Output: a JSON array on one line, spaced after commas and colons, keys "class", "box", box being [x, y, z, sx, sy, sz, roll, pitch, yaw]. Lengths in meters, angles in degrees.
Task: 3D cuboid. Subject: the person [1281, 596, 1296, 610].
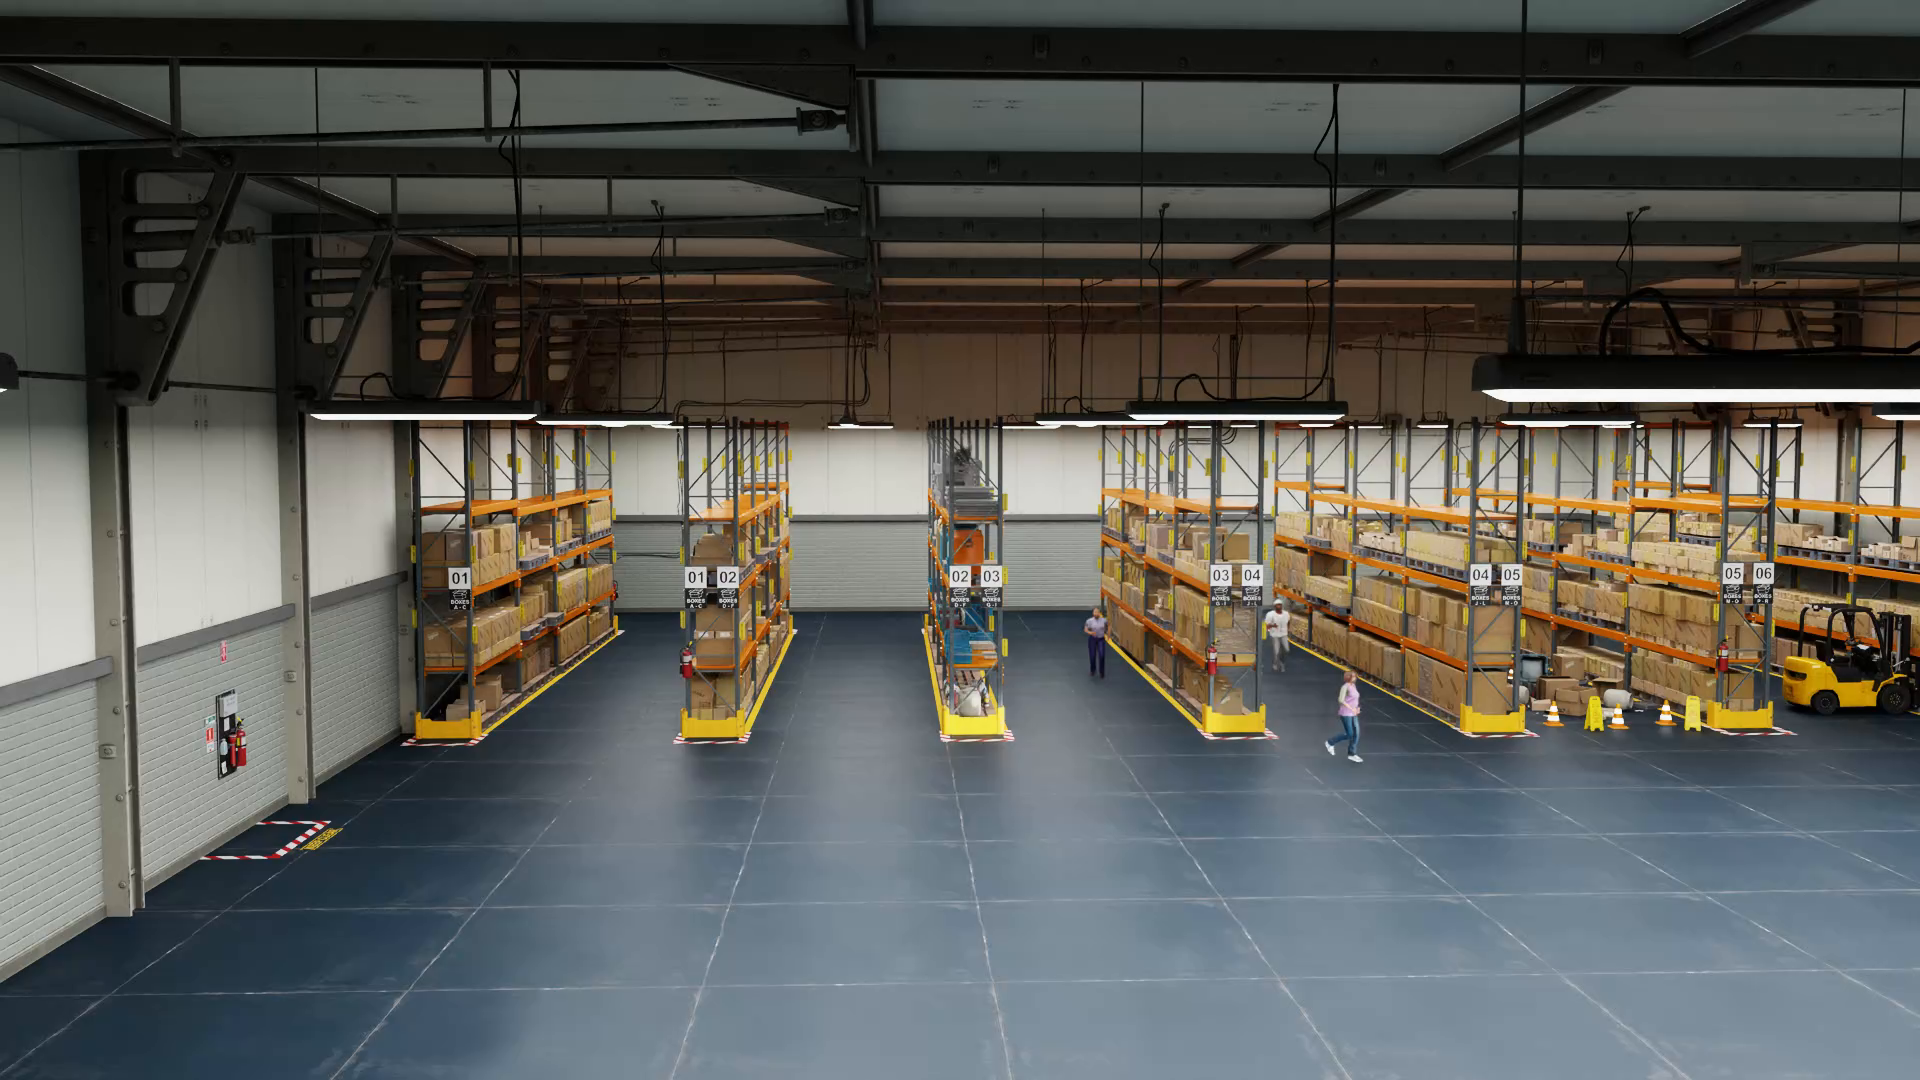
[{"class": "person", "box": [9.742, 1.734, 49.013, 0.555, 1.626, 0.648, 2, 4, 30]}]

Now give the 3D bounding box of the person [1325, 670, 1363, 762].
[{"class": "person", "box": [6.720, 3.052, 28.973, 0.670, 1.592, 0.566, 3, 5, 35]}]

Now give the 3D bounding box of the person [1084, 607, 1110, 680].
[{"class": "person", "box": [3.184, 2.411, 38.544, 0.617, 1.713, 0.717, 0, 4, 1]}]

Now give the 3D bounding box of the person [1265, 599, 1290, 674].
[{"class": "person", "box": [7.550, 2.288, 39.282, 0.676, 1.783, 0.661, 0, 4, -8]}]
